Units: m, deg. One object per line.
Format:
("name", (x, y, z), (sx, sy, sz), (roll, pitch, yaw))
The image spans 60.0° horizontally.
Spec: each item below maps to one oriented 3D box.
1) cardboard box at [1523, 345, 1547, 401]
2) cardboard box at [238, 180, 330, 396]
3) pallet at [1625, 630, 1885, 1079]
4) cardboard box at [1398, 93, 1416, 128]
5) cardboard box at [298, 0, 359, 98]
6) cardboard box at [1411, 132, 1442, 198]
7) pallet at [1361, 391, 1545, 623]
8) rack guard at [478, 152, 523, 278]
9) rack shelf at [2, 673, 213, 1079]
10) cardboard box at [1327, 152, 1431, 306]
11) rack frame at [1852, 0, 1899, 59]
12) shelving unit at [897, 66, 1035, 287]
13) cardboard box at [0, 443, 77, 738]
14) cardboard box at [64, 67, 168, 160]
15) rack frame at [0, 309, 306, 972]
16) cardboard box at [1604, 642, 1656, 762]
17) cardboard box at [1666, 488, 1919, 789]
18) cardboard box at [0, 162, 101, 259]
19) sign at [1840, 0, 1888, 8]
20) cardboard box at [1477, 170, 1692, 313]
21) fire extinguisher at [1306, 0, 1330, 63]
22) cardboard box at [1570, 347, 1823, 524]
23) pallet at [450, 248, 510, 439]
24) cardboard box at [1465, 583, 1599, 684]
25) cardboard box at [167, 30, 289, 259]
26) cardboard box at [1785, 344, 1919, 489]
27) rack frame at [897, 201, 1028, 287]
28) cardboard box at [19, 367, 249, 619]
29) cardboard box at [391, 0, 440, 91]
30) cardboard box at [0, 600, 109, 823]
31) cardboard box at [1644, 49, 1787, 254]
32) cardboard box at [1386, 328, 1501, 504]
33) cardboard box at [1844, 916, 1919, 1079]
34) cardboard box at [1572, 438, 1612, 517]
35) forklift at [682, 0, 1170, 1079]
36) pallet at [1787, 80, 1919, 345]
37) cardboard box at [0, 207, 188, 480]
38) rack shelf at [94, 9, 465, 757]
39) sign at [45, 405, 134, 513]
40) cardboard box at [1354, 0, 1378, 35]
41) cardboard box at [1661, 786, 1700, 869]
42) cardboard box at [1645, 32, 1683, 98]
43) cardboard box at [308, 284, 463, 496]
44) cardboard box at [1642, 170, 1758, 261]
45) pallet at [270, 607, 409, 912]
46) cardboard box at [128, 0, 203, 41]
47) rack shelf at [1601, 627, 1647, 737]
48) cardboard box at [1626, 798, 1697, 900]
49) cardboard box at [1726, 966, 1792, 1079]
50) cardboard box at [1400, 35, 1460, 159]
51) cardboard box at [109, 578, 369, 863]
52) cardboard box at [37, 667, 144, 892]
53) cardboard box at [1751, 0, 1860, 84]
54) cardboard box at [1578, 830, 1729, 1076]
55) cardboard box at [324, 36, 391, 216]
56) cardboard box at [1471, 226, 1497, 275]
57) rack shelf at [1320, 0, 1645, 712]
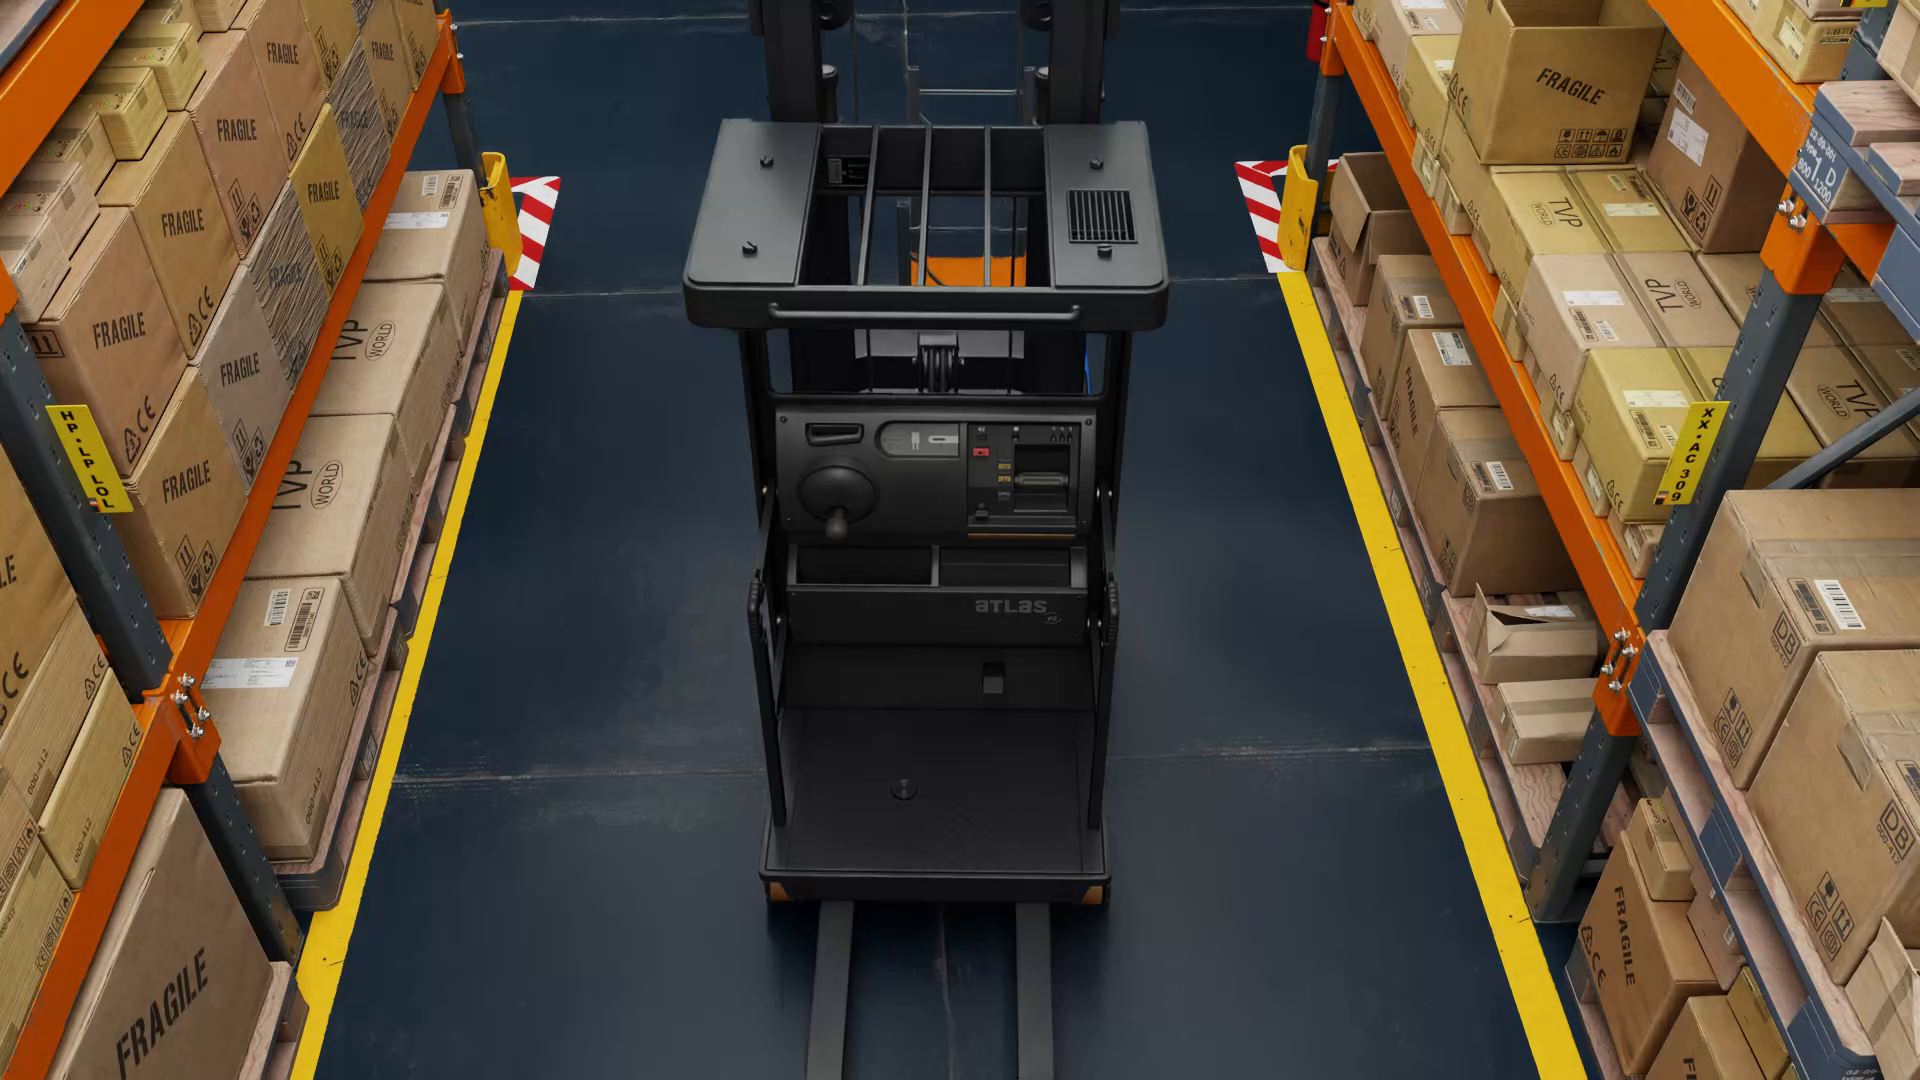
("cardboard box", (2.038, -0.557, 5.324), (0.380, 0.149, 0.250), (-1, 43, -1))
("cardboard box", (-2.394, -0.806, 5.335), (0.500, 0.500, 0.500), (-1, 43, -2))
("pallet", (2.281, 0.700, 3.909), (1.003, 0.211, 1.213), (-2, 43, -2))
("cardboard box", (1.978, -1.773, 6.650), (0.380, 0.149, 0.250), (0, 43, 0))
("cardboard box", (-2.446, -1.870, 5.756), (0.500, 0.500, 0.500), (-2, 43, -2))
("cardboard box", (1.931, -1.421, 6.266), (0.380, 0.149, 0.250), (-3, 43, -3))
("pallet", (2.273, -0.175, 6.785), (1.003, 0.211, 1.213), (-2, 43, -2))
("rack guard", (-2.774, -1.564, 8.086), (1.175, 0.500, 0.348), (-2, 43, -2))
("rack shelf", (-2.518, 1.847, 3.048), (1.077, 0.370, 4.000), (-2, 43, -2))
("cardboard box", (2.117, -1.433, 7.630), (0.797, 0.503, 0.637), (-3, 43, -3))
("rack frame", (2.356, -2.125, 2.409), (1.000, 3.000, 0.127), (-2, 43, -2))
("shelving unit", (0.037, -0.972, 6.700), (0.587, 1.500, 1.083), (1, 43, 1))
("cardboard box", (-2.334, 0.120, 3.585), (0.500, 0.500, 0.500), (0, 43, 0))
("cardboard box", (-2.387, -1.147, 4.488), (0.380, 0.149, 0.250), (-2, 43, -2))
("rack frame", (-2.603, 0.231, 4.278), (1.000, 3.000, 0.127), (-2, 43, -2))
("cardboard box", (2.564, 0.470, 5.697), (0.500, 0.311, 0.500), (0, 43, 0))
("cardboard box", (2.153, 0.228, 3.897), (0.700, 0.500, 0.500), (-1, 43, -1))
("cardboard box", (-2.384, -0.806, 4.116), (0.380, 0.149, 0.250), (-1, 43, -1))
("sign", (1.814, -1.189, 3.225), (0.100, 0.325, 0.005), (-2, 43, -2))
("cardboard box", (2.046, -0.980, 5.490), (0.500, 0.250, 0.500), (-2, 43, -2))
("fire extinguisher", (1.718, -2.534, 7.628), (0.296, 0.674, 0.183), (-2, 43, -2))
("cardboard box", (2.090, -0.305, 4.754), (0.500, 0.250, 0.500), (-1, 43, -1))
("pallet", (-2.661, -0.904, 7.580), (1.003, 0.211, 1.213), (-2, 43, -2))
("cardboard box", (2.023, 0.331, 5.882), (0.396, 0.266, 0.258), (0, 43, 0))
("cardboard box", (-2.407, -1.190, 5.014), (0.500, 0.500, 0.500), (-1, 43, -1))
("cardboard box", (2.604, -0.310, 4.759), (0.500, 0.250, 0.500), (-2, 43, -2))
("rack frame", (0.030, -0.622, 6.319), (0.500, 1.500, 0.032), (1, 43, 1))
("cardboard box", (-2.362, -0.130, 4.598), (0.500, 0.500, 0.500), (0, 43, 0))
("cardboard box", (-2.488, -2.188, 6.843), (0.500, 0.500, 0.500), (-1, 43, -2))
("cardboard box", (-2.342, 0.393, 3.843), (0.500, 0.250, 0.500), (-2, 43, -2))
("cardboard box", (2.558, -1.258, 5.238), (0.500, 0.500, 0.500), (-3, 43, -3))
("cardboard box", (2.037, -0.494, 6.608), (0.500, 0.500, 0.500), (-1, 43, -1))
("cardboard box", (2.031, 0.930, 3.304), (0.396, 0.266, 0.258), (0, 43, 0))
("cardboard box", (2.057, -0.204, 4.939), (0.380, 0.149, 0.250), (-1, 43, -1))
("forklift", (-0.071, -0.106, 4.697), (1.130, 2.935, 3.031), (1, 43, 1))
("pallet", (2.313, -0.508, 3.003), (1.213, 0.211, 1.003), (-2, 43, -2))
("cardboard box", (-2.382, -0.503, 4.265), (0.500, 0.500, 0.500), (-1, 43, -2))
("rack shelf", (-2.688, -0.854, 5.994), (1.077, 0.370, 4.000), (-2, 43, -2))
("sign", (-2.062, -0.189, 3.938), (0.100, 0.325, 0.005), (-2, 43, -2))
("cardboard box", (1.936, -2.354, 6.990), (0.500, 0.250, 0.500), (-1, 43, -2))
("cardboard box", (2.166, 0.752, 4.548), (0.380, 0.149, 0.250), (-2, 43, -3))
("cardboard box", (2.507, -1.683, 6.257), (0.500, 0.250, 0.500), (0, 43, 0))
("cardboard box", (-2.598, -0.619, 6.791), (0.875, 0.438, 0.875), (-1, 43, -1))
("cardboard box", (2.556, -0.997, 5.509), (0.500, 0.250, 0.500), (-1, 43, -1))
("pallet", (-2.557, 0.744, 5.783), (1.003, 0.211, 1.213), (-2, 43, -2))
("cardboard box", (-2.462, -1.495, 4.867), (0.380, 0.149, 0.250), (-2, 43, -2))
("rack shelf", (2.441, 1.702, 3.206), (1.077, 0.370, 4.000), (-2, 43, -2))
("cardboard box", (2.105, 0.864, 4.647), (0.380, 0.149, 0.250), (0, 43, 0))
("cardboard box", (2.216, 1.221, 4.257), (0.380, 0.149, 0.250), (-4, 43, -4))
("cardboard box", (1.982, -1.672, 6.245), (0.500, 0.250, 0.500), (-2, 43, -3))
("cardboard box", (-2.523, 0.594, 5.467), (0.875, 0.438, 0.875), (-2, 43, -2))
("cardboard box", (-2.332, 0.582, 4.006), (0.500, 0.250, 0.500), (-3, 43, -3))
("cardboard box", (2.045, -1.161, 3.763), (0.380, 0.149, 0.250), (-2, 43, -2))
("cardboard box", (2.151, 1.186, 4.775), (0.500, 0.500, 0.500), (0, 43, 0))
("cardboard box", (-2.450, -1.502, 6.094), (0.500, 0.500, 0.500), (-1, 43, -1))
("cardboard box", (2.042, -1.071, 5.885), (0.380, 0.149, 0.250), (-2, 43, -2))
("rack shelf", (2.271, -0.999, 6.152), (1.077, 0.370, 4.000), (-2, 43, -2))
